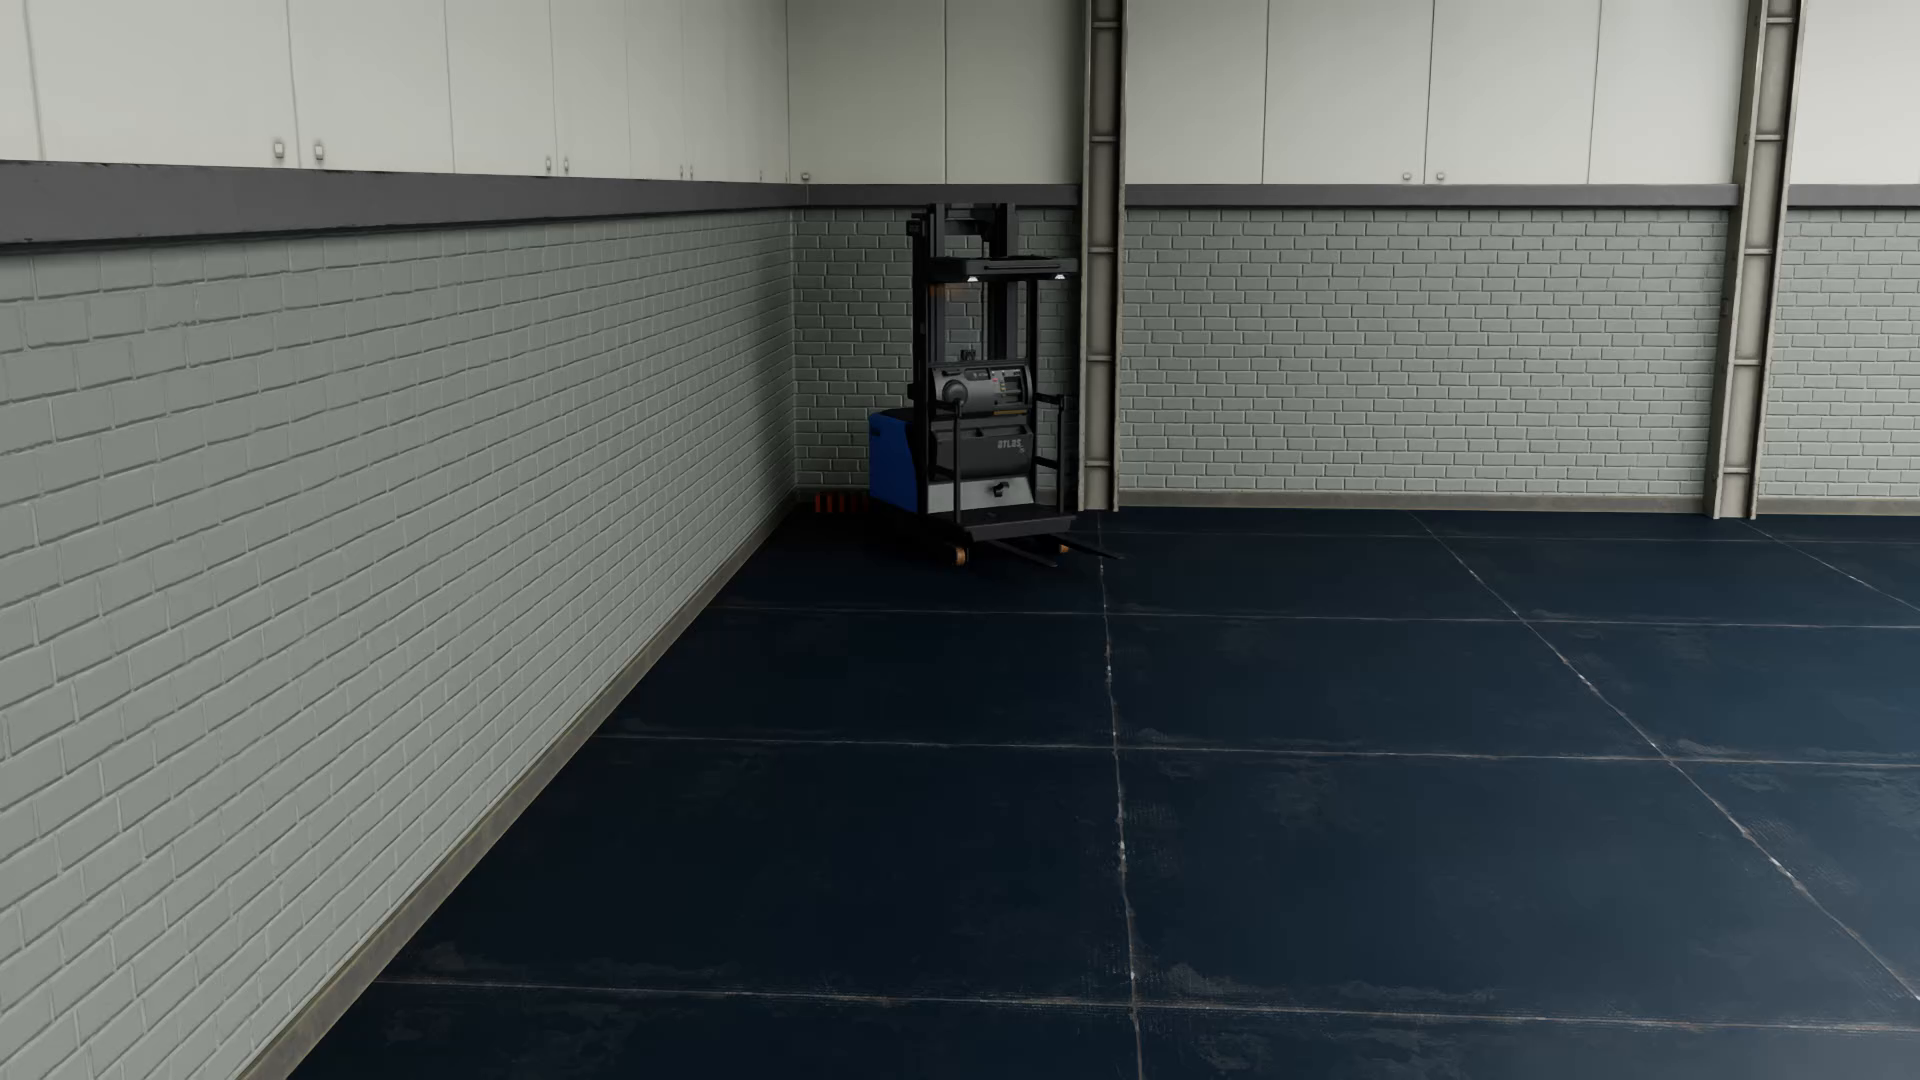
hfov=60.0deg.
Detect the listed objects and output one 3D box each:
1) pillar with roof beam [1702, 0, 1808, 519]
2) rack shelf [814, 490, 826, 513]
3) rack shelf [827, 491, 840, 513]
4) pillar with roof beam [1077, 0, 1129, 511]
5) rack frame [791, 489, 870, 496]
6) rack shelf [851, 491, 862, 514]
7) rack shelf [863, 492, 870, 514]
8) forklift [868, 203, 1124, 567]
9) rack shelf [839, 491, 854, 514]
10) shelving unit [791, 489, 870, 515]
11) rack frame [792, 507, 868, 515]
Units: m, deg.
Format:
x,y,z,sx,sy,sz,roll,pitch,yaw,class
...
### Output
x,y,z,sx,sy,sz,roll,pitch,yaw,class
7.045,-3.755,10.742,0.400,9.000,9.100,1,12,4,pillar with roof beam
-1.327,-0.374,16.087,0.103,0.180,0.258,2,12,10,rack shelf
-1.209,-0.370,16.066,0.103,0.180,0.258,2,12,10,rack shelf
1.058,-3.837,11.134,0.400,9.000,9.100,1,12,4,pillar with roof beam
-1.017,-0.454,16.013,1.200,0.006,0.240,2,12,10,rack frame
-0.972,-0.363,16.024,0.103,0.180,0.258,2,12,10,rack shelf
-0.854,-0.359,16.002,0.103,0.180,0.258,2,12,10,rack shelf
0.289,-1.322,13.928,1.130,2.935,3.031,-6,13,-27,forklift
-1.090,-0.367,16.045,0.103,0.180,0.258,2,12,10,rack shelf
-1.016,-0.364,16.031,1.200,0.189,0.258,2,12,10,shelving unit
-1.016,-0.275,16.050,1.200,0.006,0.240,2,12,10,rack frame
